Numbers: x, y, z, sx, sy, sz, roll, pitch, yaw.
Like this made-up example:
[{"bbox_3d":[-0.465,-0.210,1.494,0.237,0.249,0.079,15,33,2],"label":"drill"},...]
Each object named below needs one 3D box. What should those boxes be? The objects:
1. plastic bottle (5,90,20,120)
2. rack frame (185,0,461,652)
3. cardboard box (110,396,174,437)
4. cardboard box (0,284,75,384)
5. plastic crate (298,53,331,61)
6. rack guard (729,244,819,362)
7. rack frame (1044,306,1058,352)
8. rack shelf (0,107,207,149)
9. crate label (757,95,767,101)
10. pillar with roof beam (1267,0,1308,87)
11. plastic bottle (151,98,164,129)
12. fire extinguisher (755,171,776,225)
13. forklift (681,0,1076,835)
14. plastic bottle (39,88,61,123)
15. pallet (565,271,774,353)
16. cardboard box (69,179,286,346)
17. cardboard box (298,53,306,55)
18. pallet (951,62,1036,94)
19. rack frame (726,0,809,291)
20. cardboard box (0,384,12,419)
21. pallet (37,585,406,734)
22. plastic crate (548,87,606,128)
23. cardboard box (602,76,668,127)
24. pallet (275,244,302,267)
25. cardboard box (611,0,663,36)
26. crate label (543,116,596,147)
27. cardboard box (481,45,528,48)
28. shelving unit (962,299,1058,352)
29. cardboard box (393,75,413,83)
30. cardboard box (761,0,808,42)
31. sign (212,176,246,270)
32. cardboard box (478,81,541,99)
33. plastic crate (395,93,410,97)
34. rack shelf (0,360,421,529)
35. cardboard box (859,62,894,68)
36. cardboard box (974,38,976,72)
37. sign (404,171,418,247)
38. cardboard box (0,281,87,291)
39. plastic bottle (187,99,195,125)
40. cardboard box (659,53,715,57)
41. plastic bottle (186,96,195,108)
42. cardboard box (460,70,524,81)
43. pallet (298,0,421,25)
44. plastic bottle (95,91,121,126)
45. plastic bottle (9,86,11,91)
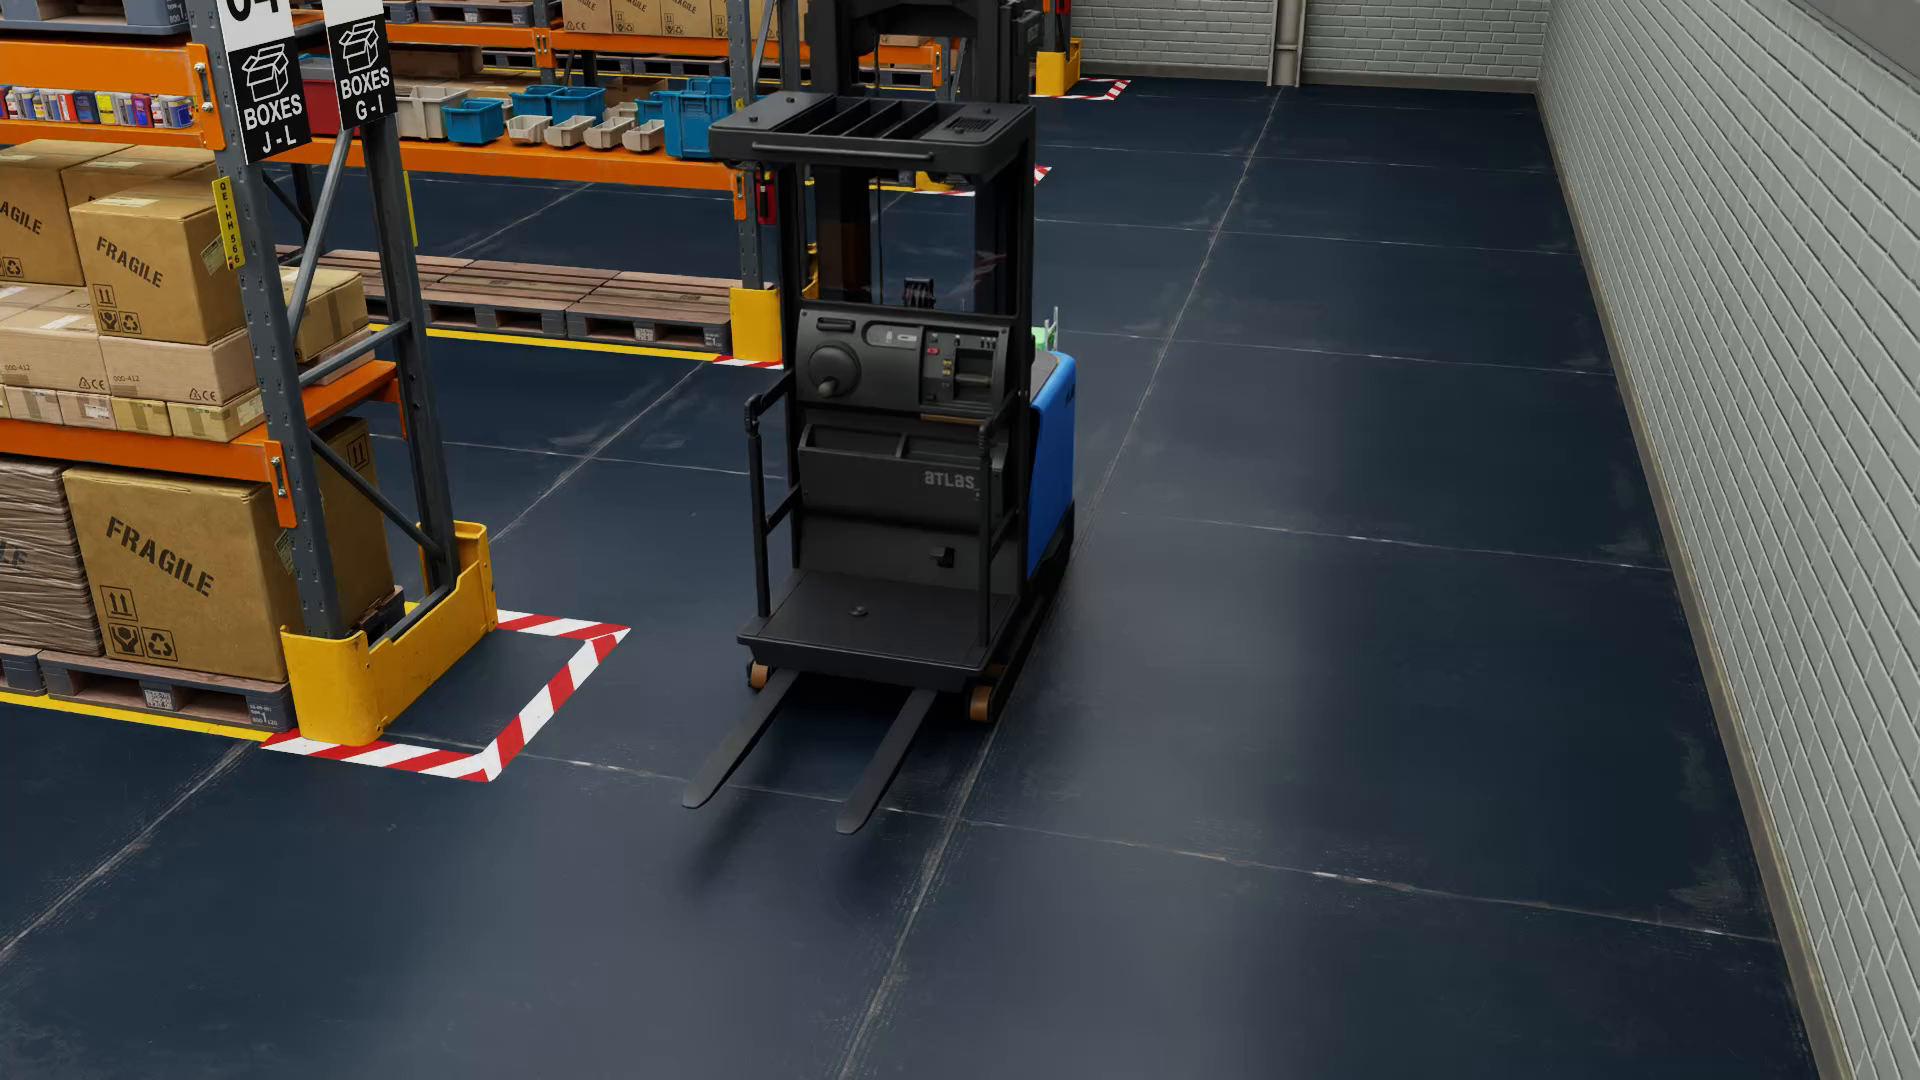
[{"bbox_3d":[-6.934,-3.191,12.194,0.097,0.201,0.097,0,25,0],"label":"plastic bottle"},{"bbox_3d":[-2.515,-0.750,6.835,0.127,3.000,1.000,6,26,13],"label":"rack frame"},{"bbox_3d":[-3.194,-0.564,6.738,0.250,0.149,0.380,7,26,14],"label":"cardboard box"},{"bbox_3d":[-4.034,-0.867,6.909,0.500,0.250,0.500,5,26,11],"label":"cardboard box"},{"bbox_3d":[-4.618,-3.352,12.249,0.575,0.384,0.392,6,26,13],"label":"plastic crate"},{"bbox_3d":[-1.255,-1.686,11.709,0.348,0.500,1.175,6,26,13],"label":"rack guard"},{"bbox_3d":[0.459,-0.595,8.603,0.015,1.200,0.240,7,26,14],"label":"rack frame"},{"bbox_3d":[-7.092,-3.129,12.670,4.000,0.370,1.077,6,26,13],"label":"rack shelf"},{"bbox_3d":[-1.438,-2.927,11.533,0.303,0.233,0.416,6,26,13],"label":"crate label"},{"bbox_3d":[2.944,-7.924,14.924,0.400,9.000,9.100,6,26,13],"label":"pillar with roof beam"},{"bbox_3d":[-5.737,-3.059,11.916,0.097,0.201,0.097,0,25,0],"label":"plastic bottle"},{"bbox_3d":[-1.248,-2.403,10.832,0.183,0.674,0.296,6,26,13],"label":"fire extinguisher"},{"bbox_3d":[-0.304,-0.726,6.864,1.130,2.935,3.031,7,26,14],"label":"forklift"},{"bbox_3d":[-6.590,-3.199,12.124,0.135,0.276,0.152,6,26,13],"label":"plastic bottle"},{"bbox_3d":[-2.070,-1.657,11.985,1.213,0.211,1.003,6,26,13],"label":"pallet"},{"bbox_3d":[-3.052,-1.098,6.522,0.500,0.500,0.500,7,26,14],"label":"cardboard box"},{"bbox_3d":[-6.772,-5.132,17.563,0.500,0.250,0.500,7,26,15],"label":"cardboard box"},{"bbox_3d":[0.392,-5.730,20.540,1.213,0.211,1.003,6,26,13],"label":"pallet"},{"bbox_3d":[-1.281,-2.812,11.166,0.127,3.000,1.000,6,26,13],"label":"rack frame"},{"bbox_3d":[-3.931,-0.646,6.910,0.250,0.149,0.380,6,26,12],"label":"cardboard box"},{"bbox_3d":[-3.309,0.456,7.546,1.213,0.211,1.003,6,26,13],"label":"pallet"},{"bbox_3d":[-2.714,-3.068,11.829,0.300,0.233,0.416,6,26,13],"label":"plastic crate"},{"bbox_3d":[-3.296,-4.429,16.959,0.500,0.500,0.500,6,26,13],"label":"cardboard box"},{"bbox_3d":[-5.892,-2.081,12.875,1.213,0.211,1.003,6,26,13],"label":"pallet"},{"bbox_3d":[-2.996,-5.125,15.909,0.500,0.500,0.500,7,26,14],"label":"cardboard box"},{"bbox_3d":[-2.669,-2.788,11.354,0.243,0.136,0.396,6,26,13],"label":"crate label"},{"bbox_3d":[-5.882,-6.878,21.720,0.750,0.750,0.750,6,26,12],"label":"cardboard box"},{"bbox_3d":[0.224,-0.623,8.662,0.503,1.200,0.258,7,26,14],"label":"shelving unit"},{"bbox_3d":[-5.923,-4.469,17.043,0.500,0.500,0.500,5,26,11],"label":"cardboard box"},{"bbox_3d":[-1.531,-4.963,15.568,0.500,0.500,0.500,7,26,13],"label":"cardboard box"},{"bbox_3d":[-2.664,-1.155,6.064,0.005,0.325,0.100,6,26,13],"label":"sign"},{"bbox_3d":[-4.467,-4.305,16.699,0.500,0.500,0.500,6,26,13],"label":"cardboard box"},{"bbox_3d":[-4.004,-3.135,12.095,0.590,0.125,0.437,6,26,13],"label":"plastic crate"},{"bbox_3d":[-4.452,-0.639,7.439,4.000,0.370,1.077,6,26,13],"label":"rack shelf"},{"bbox_3d":[-1.007,-6.191,20.685,0.500,0.500,0.700,7,26,14],"label":"cardboard box"},{"bbox_3d":[0.483,-6.030,20.346,0.500,0.500,0.700,6,26,13],"label":"cardboard box"},{"bbox_3d":[-2.371,-1.407,7.116,0.005,0.325,0.100,6,26,13],"label":"sign"},{"bbox_3d":[-3.903,-1.088,7.375,0.500,0.250,0.500,5,26,11],"label":"cardboard box"},{"bbox_3d":[-5.604,-3.112,12.028,0.097,0.201,0.097,0,25,0],"label":"plastic bottle"},{"bbox_3d":[-3.350,-6.599,21.133,0.750,0.750,0.750,7,26,14],"label":"cardboard box"},{"bbox_3d":[-5.863,-3.431,12.612,0.135,0.276,0.152,6,26,13],"label":"plastic bottle"},{"bbox_3d":[-4.845,-4.577,17.271,0.500,0.500,0.500,7,26,14],"label":"cardboard box"},{"bbox_3d":[-5.907,-5.437,16.904,1.213,0.211,1.003,6,26,13],"label":"pallet"},{"bbox_3d":[-6.127,-3.180,11.997,0.185,0.351,0.144,6,26,13],"label":"plastic bottle"},{"bbox_3d":[-7.424,-3.627,13.015,0.133,0.283,0.061,6,26,13],"label":"plastic bottle"}]
